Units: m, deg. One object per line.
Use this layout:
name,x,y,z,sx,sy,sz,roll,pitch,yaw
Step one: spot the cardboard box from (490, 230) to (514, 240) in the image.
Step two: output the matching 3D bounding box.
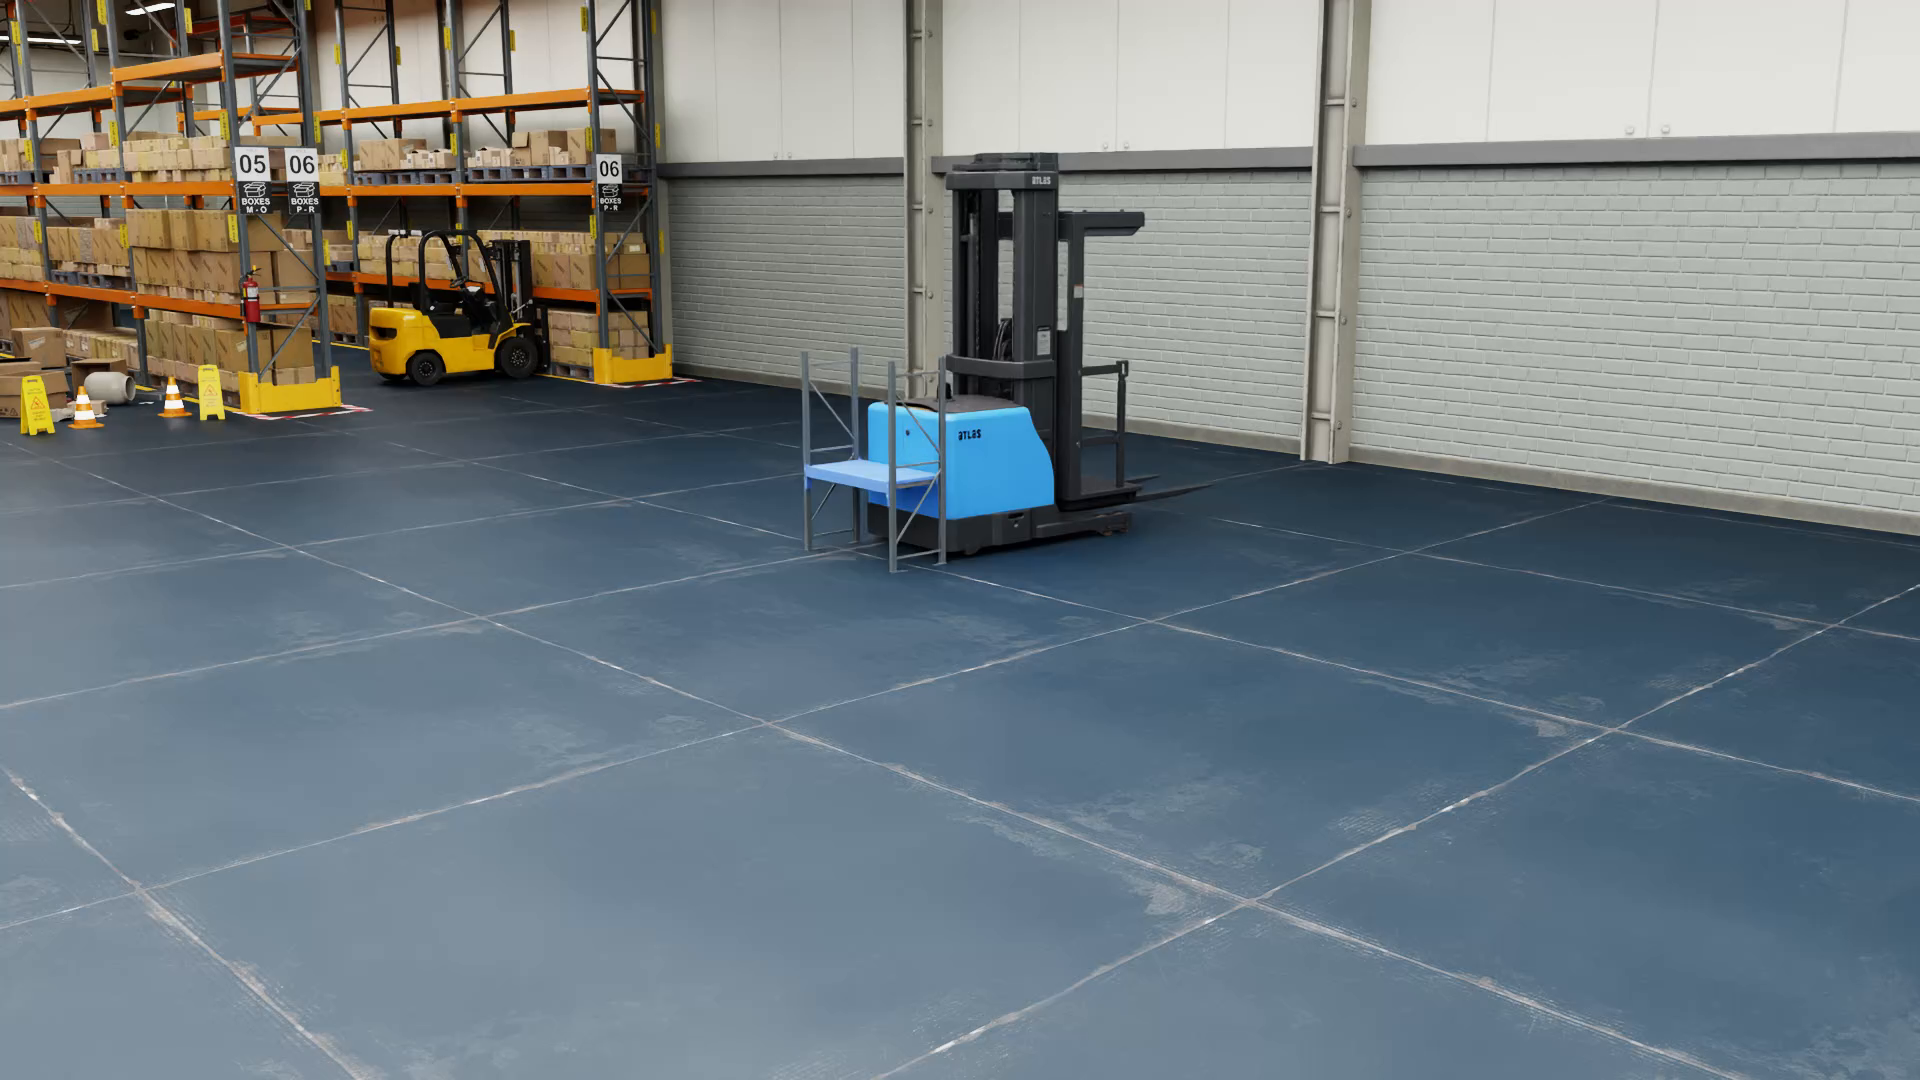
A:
cardboard box,-7.093,-4.748,25.932,0.380,0.149,0.250,-11,16,-44

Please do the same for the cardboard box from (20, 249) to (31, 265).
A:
cardboard box,-14.752,-4.558,26.733,0.500,0.250,0.500,11,16,44

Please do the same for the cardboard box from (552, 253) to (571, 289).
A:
cardboard box,-5.646,-3.963,24.464,0.500,0.500,0.500,-10,15,-41

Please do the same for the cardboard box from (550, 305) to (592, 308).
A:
cardboard box,-5.994,-3.469,25.613,0.500,0.250,0.500,-11,16,-44

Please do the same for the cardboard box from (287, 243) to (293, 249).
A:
cardboard box,-12.370,-5.436,31.157,0.396,0.266,0.258,-10,15,-40

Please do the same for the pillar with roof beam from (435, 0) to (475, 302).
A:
pillar with roof beam,-11.851,-7.243,25.765,9.100,9.000,0.400,-11,16,-43

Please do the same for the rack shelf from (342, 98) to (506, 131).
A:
rack shelf,-8.908,-7.067,27.687,1.077,0.370,4.000,-11,16,-43

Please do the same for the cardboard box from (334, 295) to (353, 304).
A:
cardboard box,-11.175,-4.385,30.308,0.250,0.149,0.380,11,16,43

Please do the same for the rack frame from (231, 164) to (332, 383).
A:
rack frame,-8.352,-3.109,20.570,1.000,3.000,0.127,-11,16,-43

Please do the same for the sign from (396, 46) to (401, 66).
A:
sign,-9.891,-8.520,29.259,0.100,0.325,0.005,-11,16,-43

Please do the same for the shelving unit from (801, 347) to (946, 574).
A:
shelving unit,-0.634,-0.607,12.138,0.538,1.500,1.048,-10,15,-40

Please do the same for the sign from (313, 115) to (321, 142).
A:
sign,-7.960,-5.082,20.546,0.100,0.325,0.005,-11,16,-43

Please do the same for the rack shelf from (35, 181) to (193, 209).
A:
rack shelf,-12.496,-5.102,24.590,1.077,0.370,4.000,-11,16,-43

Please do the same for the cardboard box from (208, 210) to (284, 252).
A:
cardboard box,-8.863,-3.838,20.643,0.500,0.500,0.700,11,16,44

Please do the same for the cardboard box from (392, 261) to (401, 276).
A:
cardboard box,-9.455,-4.648,28.412,0.500,0.250,0.500,11,16,43

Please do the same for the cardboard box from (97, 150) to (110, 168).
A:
cardboard box,-11.969,-5.434,23.751,0.500,0.250,0.500,-11,16,-42

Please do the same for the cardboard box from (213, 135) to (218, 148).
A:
cardboard box,-8.950,-4.897,20.460,0.380,0.149,0.250,-11,16,-42

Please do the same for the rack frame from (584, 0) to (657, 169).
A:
rack frame,-4.765,-6.740,23.324,1.000,3.000,0.127,-11,16,-43

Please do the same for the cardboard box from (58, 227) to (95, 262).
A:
cardboard box,-13.369,-4.504,25.314,0.500,0.500,0.500,-10,15,-40

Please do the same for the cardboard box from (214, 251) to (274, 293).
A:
cardboard box,-8.926,-3.345,20.728,0.500,0.500,0.500,-11,16,-44

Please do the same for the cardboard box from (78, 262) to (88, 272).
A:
cardboard box,-13.062,-4.126,25.089,0.380,0.149,0.250,-10,15,-39

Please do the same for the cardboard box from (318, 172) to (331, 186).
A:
cardboard box,-11.167,-6.479,29.864,0.500,0.250,0.500,-11,16,-42

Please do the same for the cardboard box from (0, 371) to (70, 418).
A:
cardboard box,-11.396,-1.790,20.353,0.637,0.503,0.797,1,12,6

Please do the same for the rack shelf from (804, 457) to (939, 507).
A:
rack shelf,-0.634,-0.430,12.175,0.538,0.185,1.000,-10,15,-40

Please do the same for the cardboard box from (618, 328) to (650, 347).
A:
cardboard box,-4.939,-3.003,24.588,0.500,0.250,0.500,-11,16,-42

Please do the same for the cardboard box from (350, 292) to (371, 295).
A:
cardboard box,-11.154,-4.539,31.057,0.380,0.149,0.250,-11,16,-44

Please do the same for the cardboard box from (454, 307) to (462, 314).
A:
cardboard box,-7.896,-3.502,27.322,0.875,0.625,0.625,-10,15,-40

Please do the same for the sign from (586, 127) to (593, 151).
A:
sign,-5.167,-5.592,23.188,0.100,0.325,0.005,-11,16,-43

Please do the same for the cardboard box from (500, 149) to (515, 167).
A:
cardboard box,-6.722,-5.784,25.165,0.258,0.266,0.396,11,16,44

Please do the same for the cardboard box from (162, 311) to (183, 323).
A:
cardboard box,-10.503,-3.012,22.404,0.380,0.149,0.250,-10,15,-40

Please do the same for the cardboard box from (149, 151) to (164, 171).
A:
cardboard box,-10.309,-4.983,21.866,0.500,0.250,0.500,-11,16,-42

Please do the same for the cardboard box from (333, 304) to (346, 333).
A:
cardboard box,-11.075,-4.057,30.322,0.500,0.500,0.500,-11,16,-43

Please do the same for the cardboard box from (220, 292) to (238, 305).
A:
cardboard box,-9.020,-3.033,20.820,0.380,0.149,0.250,-11,16,-43

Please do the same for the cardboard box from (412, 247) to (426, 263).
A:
cardboard box,-8.760,-4.742,27.628,0.500,0.250,0.500,-10,16,-41

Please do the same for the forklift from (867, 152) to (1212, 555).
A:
forklift,0.747,-1.542,13.134,3.031,2.935,1.130,-9,15,-38

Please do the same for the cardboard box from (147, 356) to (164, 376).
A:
cardboard box,-10.902,-2.428,23.038,0.500,0.250,0.500,11,16,43

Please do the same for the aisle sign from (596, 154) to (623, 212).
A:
aisle sign,-4.932,-5.024,23.422,0.394,0.787,0.004,-11,16,-43

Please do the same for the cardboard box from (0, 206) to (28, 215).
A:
cardboard box,-16.670,-5.799,29.293,0.380,0.149,0.250,-11,16,-43

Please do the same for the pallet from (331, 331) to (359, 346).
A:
pallet,-10.778,-3.717,30.432,1.003,0.211,1.213,-11,16,-43

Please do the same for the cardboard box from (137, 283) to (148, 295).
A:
cardboard box,-11.129,-3.479,22.988,0.380,0.149,0.250,-11,16,-43

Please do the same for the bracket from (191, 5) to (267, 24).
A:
bracket,-15.203,-10.868,34.443,0.076,0.066,4.783,-11,16,-43

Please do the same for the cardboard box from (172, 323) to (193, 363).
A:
cardboard box,-10.167,-2.643,22.222,0.500,0.500,0.500,-10,15,-40

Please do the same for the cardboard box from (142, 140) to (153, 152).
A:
cardboard box,-10.594,-5.222,22.040,0.380,0.149,0.250,-11,16,-43

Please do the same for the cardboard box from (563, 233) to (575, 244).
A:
cardboard box,-5.558,-4.403,24.256,0.380,0.149,0.250,-10,16,-41

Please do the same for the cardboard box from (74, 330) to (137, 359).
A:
cardboard box,-12.979,-3.005,25.535,0.950,0.372,0.625,-11,16,-44

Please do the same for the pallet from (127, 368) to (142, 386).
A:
pallet,-11.653,-2.441,24.235,1.003,0.211,1.213,-11,16,-43

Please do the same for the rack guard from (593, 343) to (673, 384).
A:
rack guard,-4.748,-2.574,24.165,1.175,0.500,0.348,-11,16,-43

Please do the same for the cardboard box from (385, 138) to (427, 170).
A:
cardboard box,-9.263,-6.454,27.832,0.500,0.500,0.500,-10,16,-41

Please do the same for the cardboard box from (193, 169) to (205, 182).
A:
cardboard box,-9.488,-4.620,21.090,0.380,0.149,0.250,-11,16,-43

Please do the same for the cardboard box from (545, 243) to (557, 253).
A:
cardboard box,-5.921,-4.329,24.637,0.250,0.149,0.380,11,16,43
